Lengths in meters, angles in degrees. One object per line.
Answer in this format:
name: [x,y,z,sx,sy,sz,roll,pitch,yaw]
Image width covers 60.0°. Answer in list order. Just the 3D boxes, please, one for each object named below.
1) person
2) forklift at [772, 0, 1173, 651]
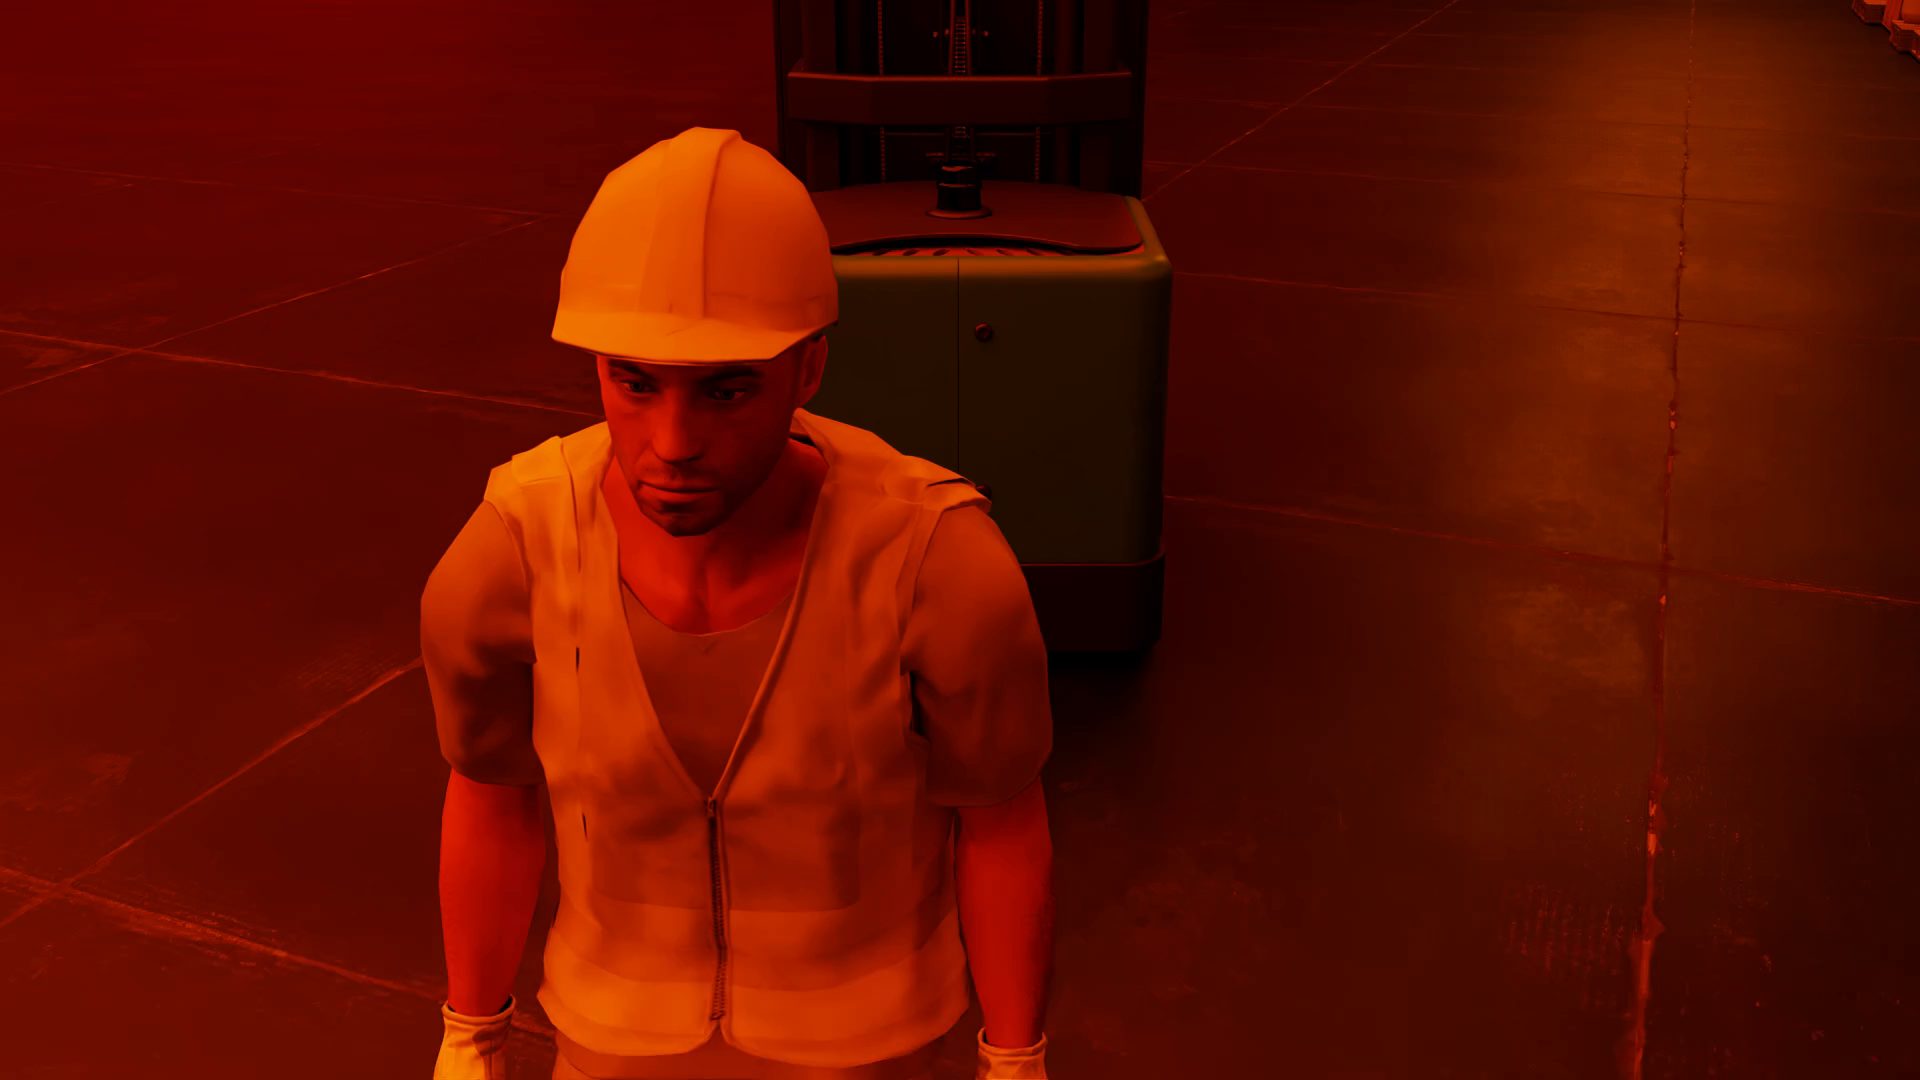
person: [-0.207,0.504,1.584,0.611,1.779,0.455,2,23,4]
forklift: [0.002,-1.587,5.089,1.130,2.935,3.031,0,23,0]
